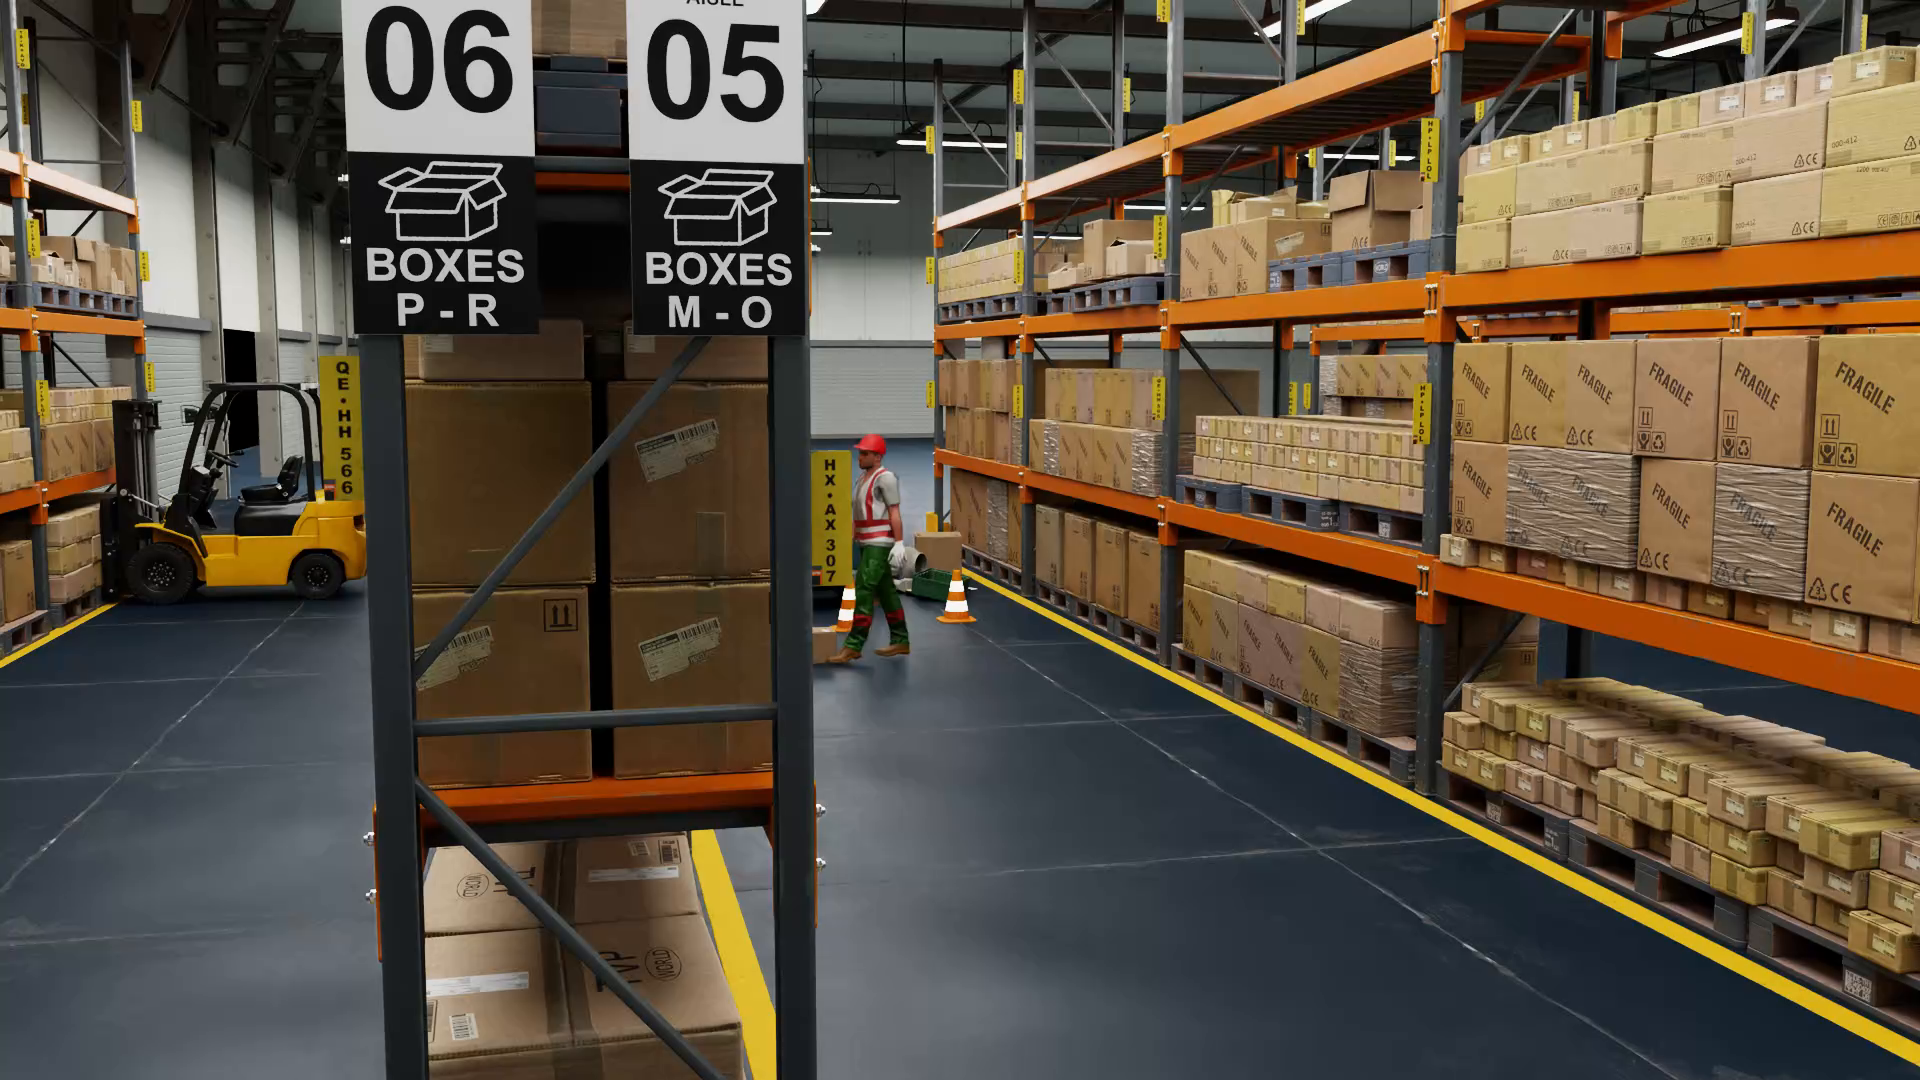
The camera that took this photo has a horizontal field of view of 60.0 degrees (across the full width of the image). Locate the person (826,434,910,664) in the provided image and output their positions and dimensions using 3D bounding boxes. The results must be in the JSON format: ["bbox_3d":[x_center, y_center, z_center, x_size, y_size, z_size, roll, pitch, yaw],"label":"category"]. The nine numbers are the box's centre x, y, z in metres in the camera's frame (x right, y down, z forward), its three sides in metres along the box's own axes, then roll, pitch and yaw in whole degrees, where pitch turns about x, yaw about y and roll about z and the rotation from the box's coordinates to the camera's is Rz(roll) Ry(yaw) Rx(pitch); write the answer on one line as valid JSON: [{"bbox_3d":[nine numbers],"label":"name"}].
[{"bbox_3d":[-0.756,0.049,13.152,0.755,1.772,0.588,-3,7,-23],"label":"person"}]
